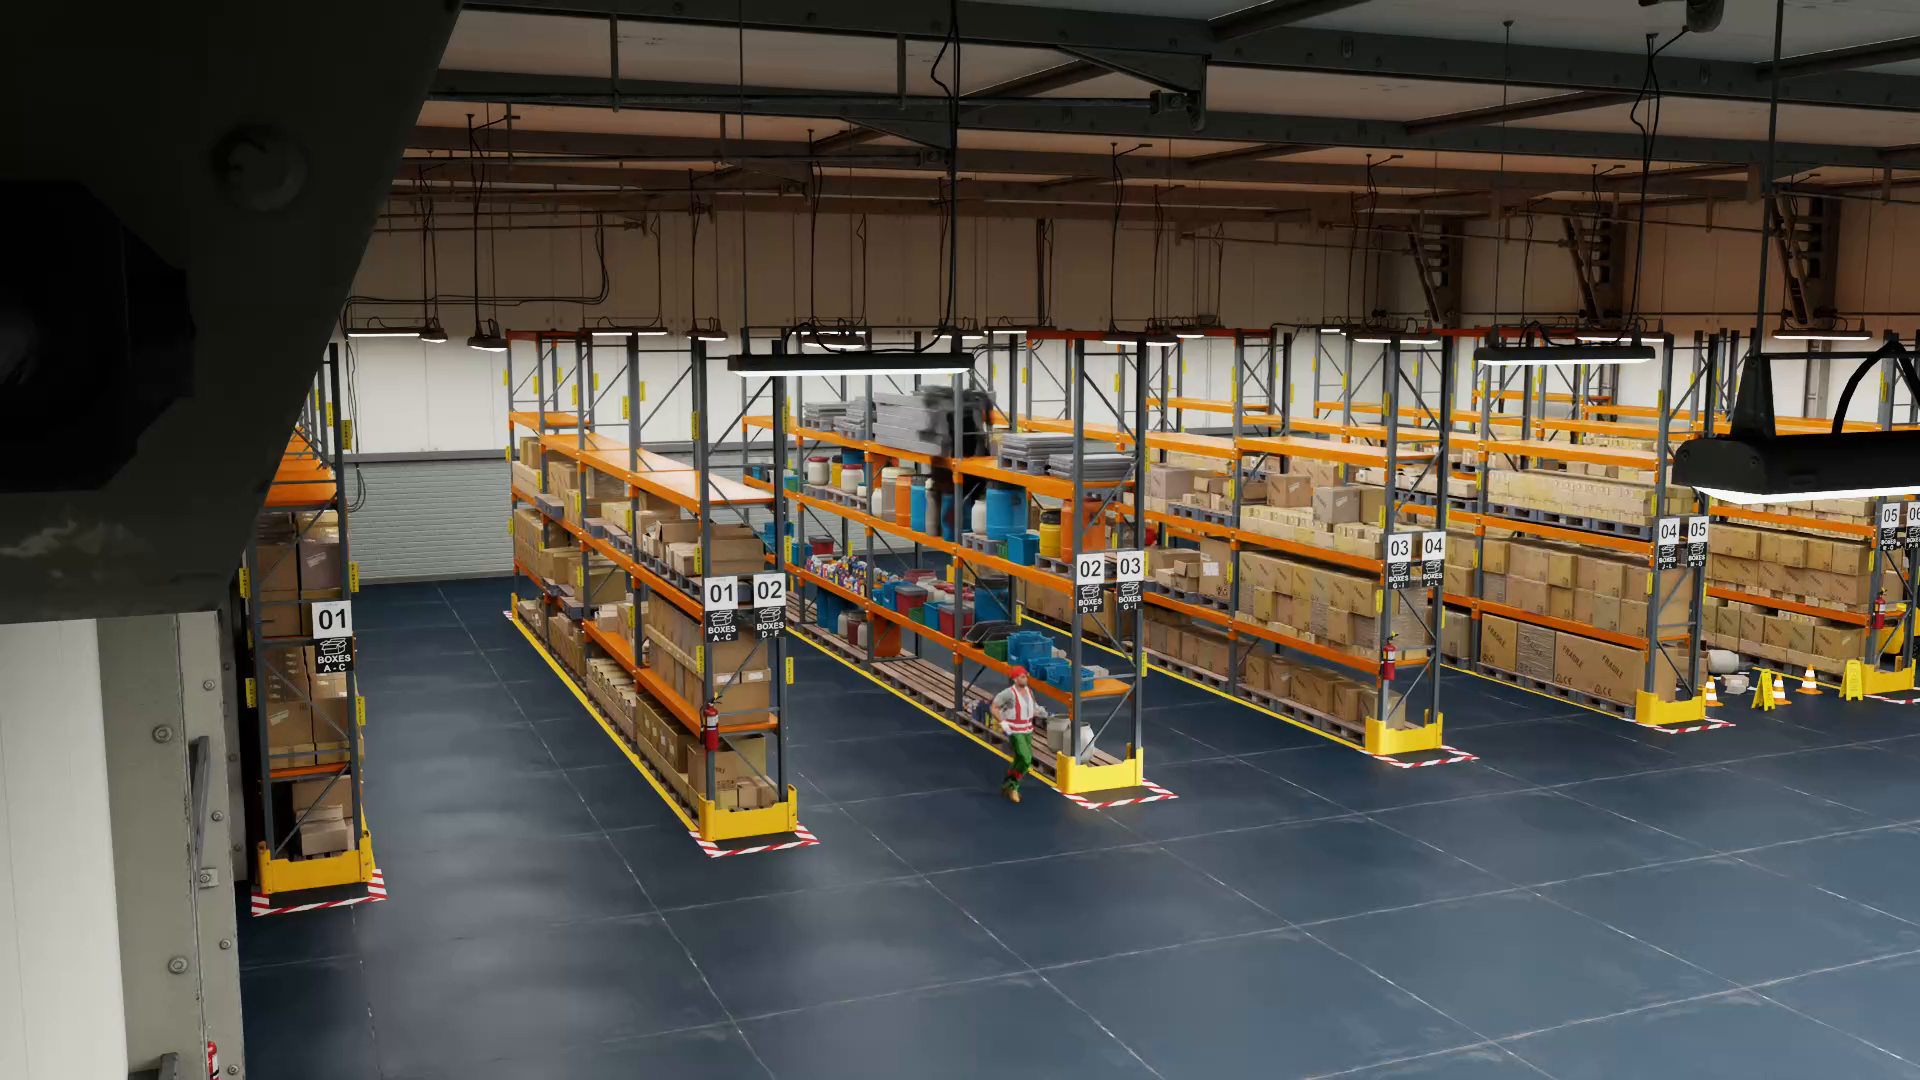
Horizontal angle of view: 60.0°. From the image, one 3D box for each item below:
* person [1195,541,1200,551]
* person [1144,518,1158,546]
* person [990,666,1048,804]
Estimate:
[{"bbox_3d":[6.118,-0.263,42.311,0.697,1.710,0.627,-5,9,-31],"label":"person"},{"bbox_3d":[4.164,0.377,37.681,0.629,1.777,0.800,-2,8,-17],"label":"person"},{"bbox_3d":[0.800,2.527,21.640,0.665,1.786,0.651,7,10,40],"label":"person"}]
